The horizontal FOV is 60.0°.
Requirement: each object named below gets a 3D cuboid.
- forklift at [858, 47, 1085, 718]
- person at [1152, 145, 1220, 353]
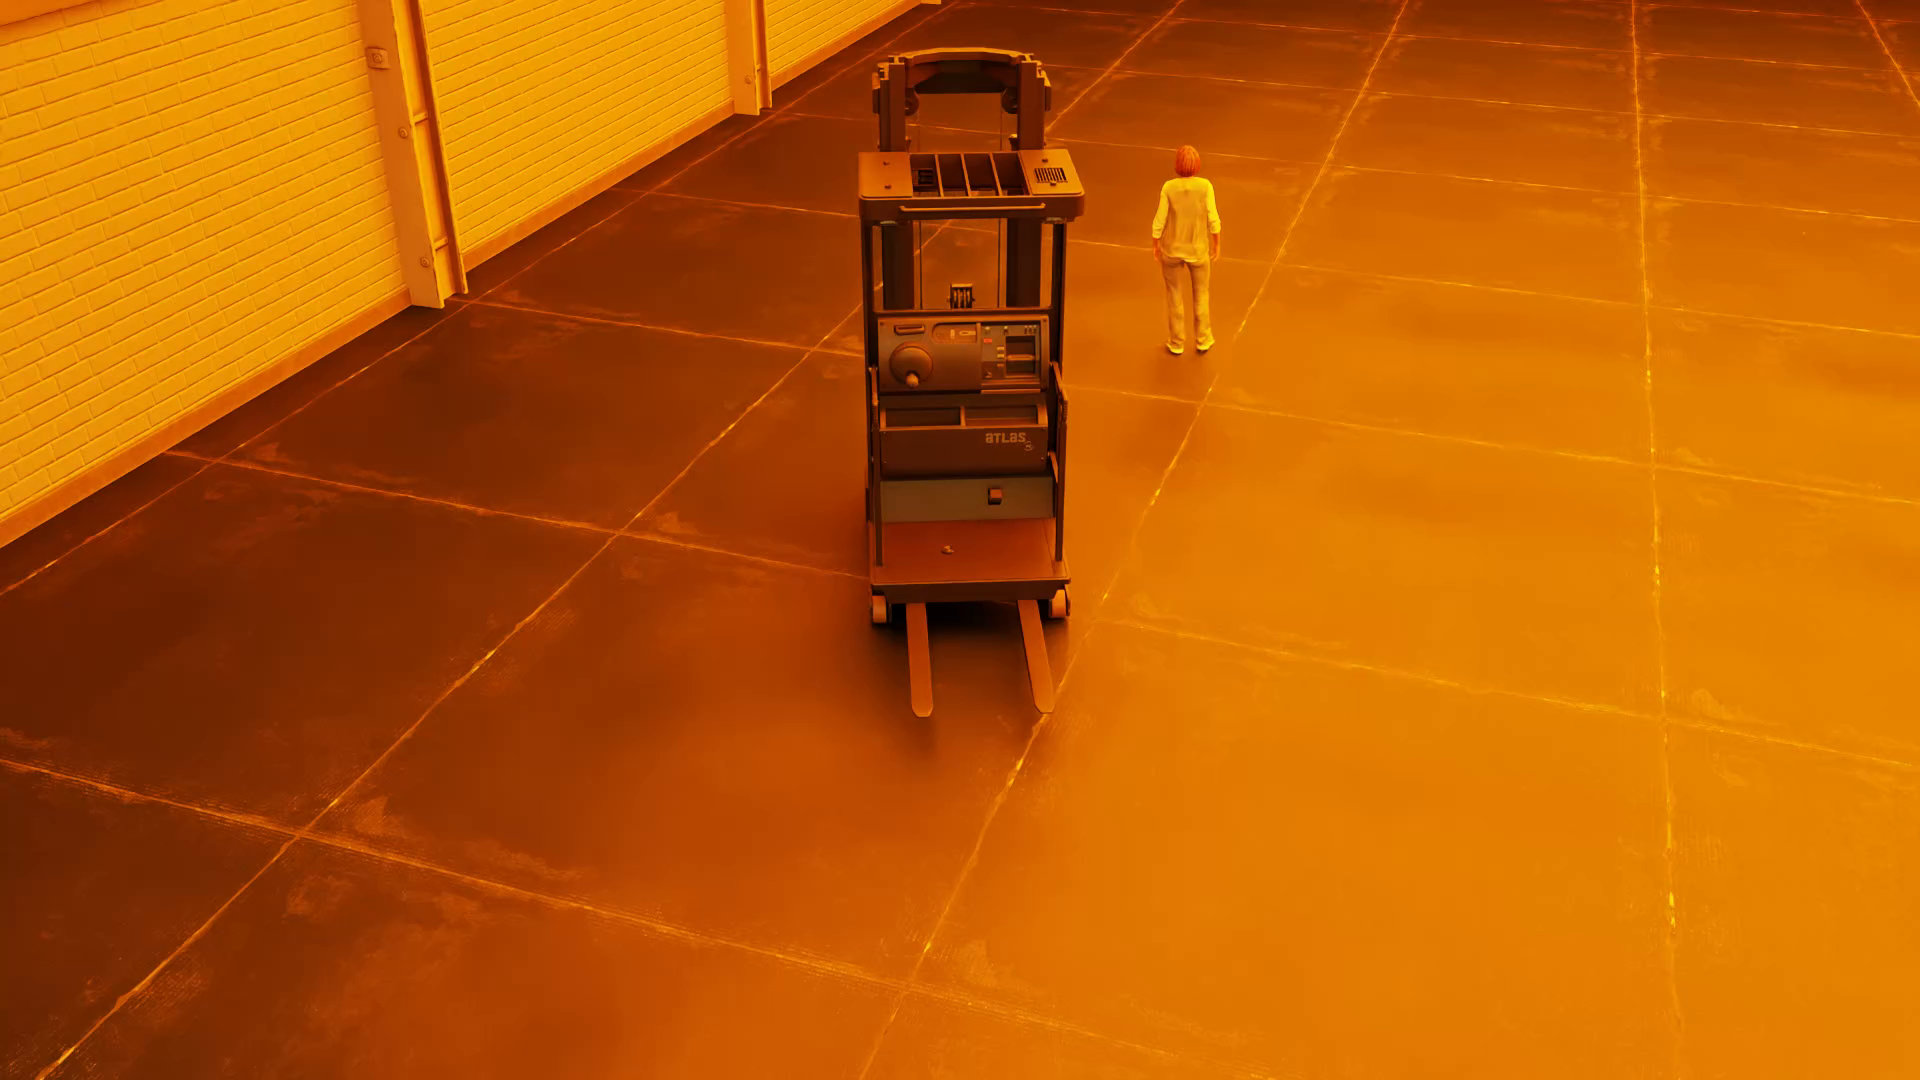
[{"bbox_3d":[0.035,-0.972,8.842,1.130,2.935,3.031,-2,30,-3],"label":"forklift"},{"bbox_3d":[1.666,-2.144,12.234,0.514,1.600,0.468,4,30,7],"label":"person"}]
